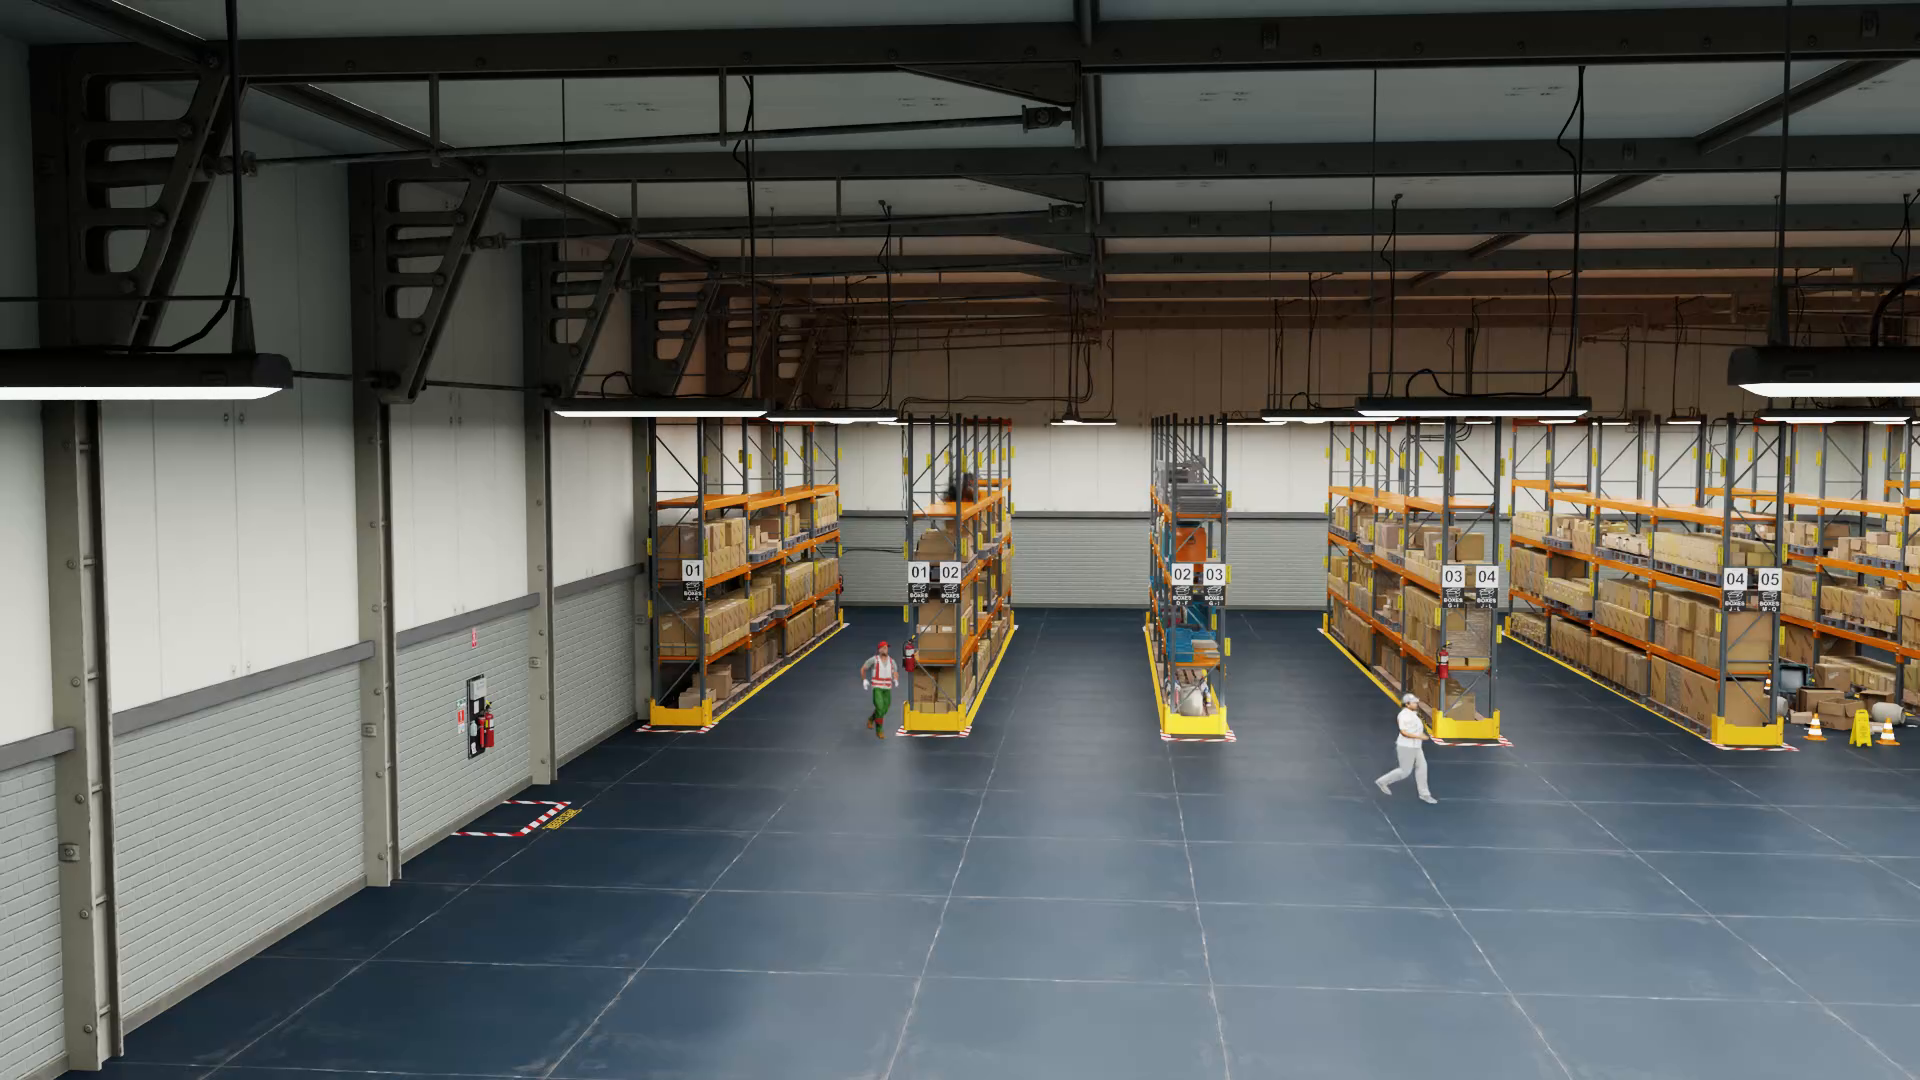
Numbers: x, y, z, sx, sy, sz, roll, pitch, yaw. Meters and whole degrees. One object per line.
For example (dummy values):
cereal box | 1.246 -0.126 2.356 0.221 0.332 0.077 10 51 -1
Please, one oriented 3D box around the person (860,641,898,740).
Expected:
person | -1.462 2.773 30.932 0.722 1.763 0.781 -2 4 -27

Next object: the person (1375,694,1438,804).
person | 6.856 3.185 25.452 0.931 1.676 0.619 2 4 28

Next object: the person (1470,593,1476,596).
person | 13.845 1.818 45.418 0.738 1.706 0.568 0 4 6
